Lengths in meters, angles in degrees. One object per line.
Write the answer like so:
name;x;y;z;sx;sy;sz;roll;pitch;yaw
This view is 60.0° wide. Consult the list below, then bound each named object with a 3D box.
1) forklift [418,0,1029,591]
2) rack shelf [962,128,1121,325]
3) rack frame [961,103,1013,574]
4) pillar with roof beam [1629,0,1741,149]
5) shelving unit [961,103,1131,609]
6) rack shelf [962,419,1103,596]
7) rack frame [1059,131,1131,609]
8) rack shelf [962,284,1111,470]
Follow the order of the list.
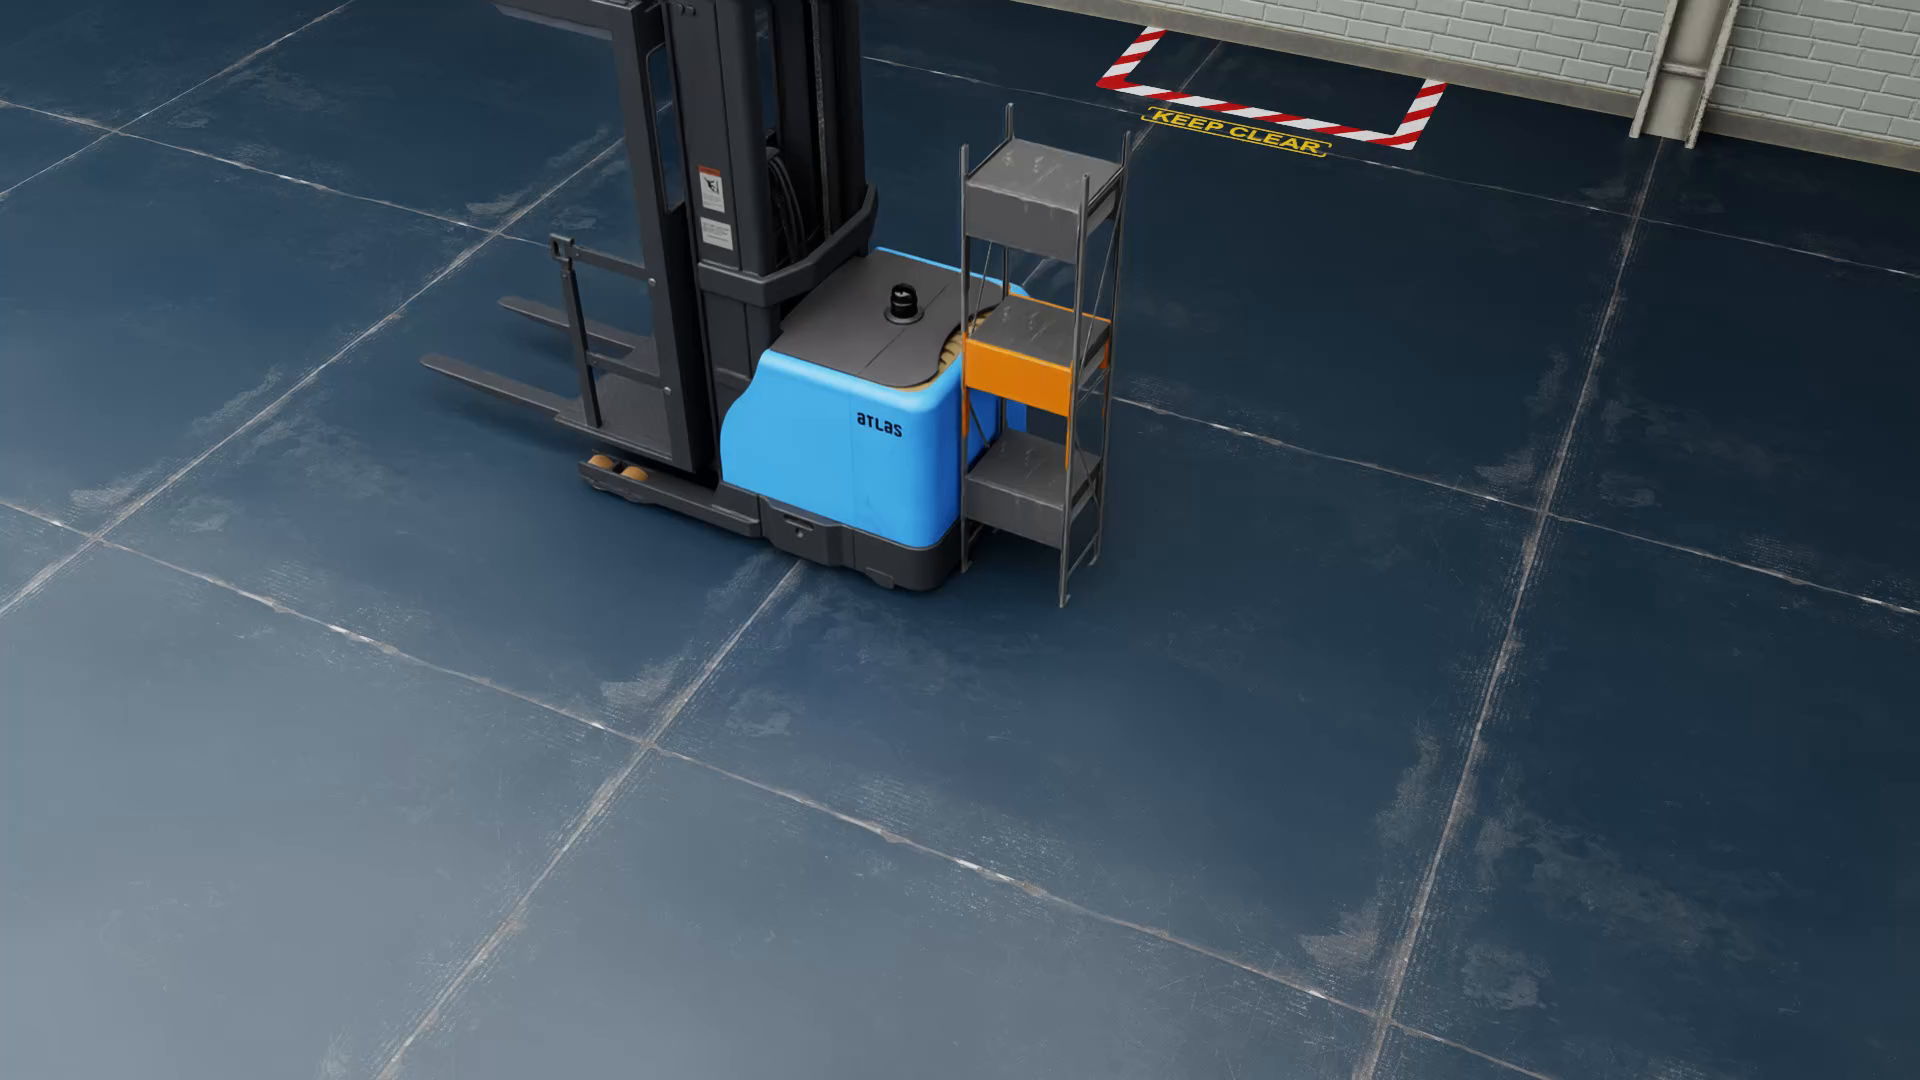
forklift;-1.224;-1.572;7.209;3.031;2.935;1.130;19;44;21
rack shelf;0.319;-1.203;6.370;0.480;0.518;0.431;19;44;21
rack frame;0.104;-0.759;6.906;0.015;2.100;0.400;19;44;21
pillar with roof beam;2.689;-3.455;4.750;0.400;9.000;9.100;17;44;19
shelving unit;0.319;-0.684;6.820;0.503;2.100;0.431;19;44;21
rack shelf;0.319;-0.145;7.287;0.480;0.518;0.431;19;44;21
rack frame;0.535;-0.609;6.734;0.015;2.100;0.400;19;44;21
rack shelf;0.319;-0.674;6.829;0.480;0.518;0.431;19;44;21
